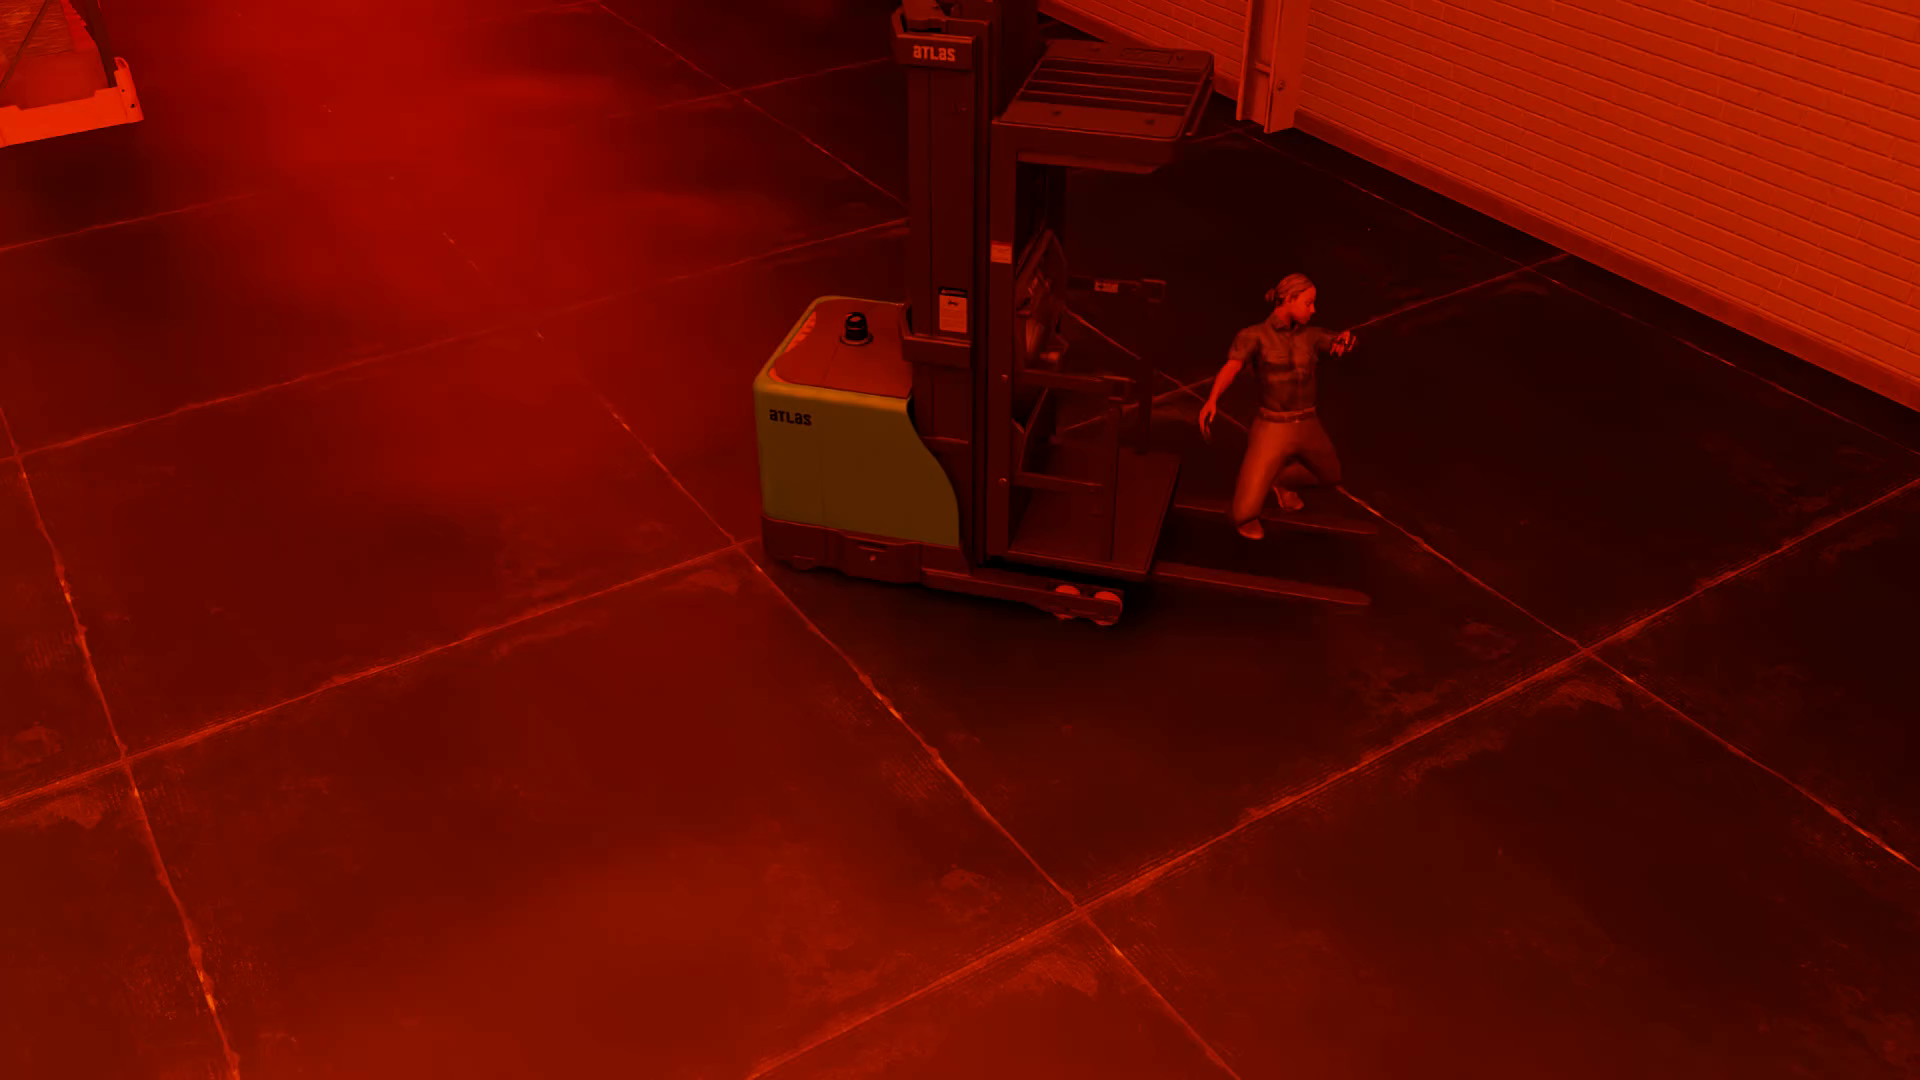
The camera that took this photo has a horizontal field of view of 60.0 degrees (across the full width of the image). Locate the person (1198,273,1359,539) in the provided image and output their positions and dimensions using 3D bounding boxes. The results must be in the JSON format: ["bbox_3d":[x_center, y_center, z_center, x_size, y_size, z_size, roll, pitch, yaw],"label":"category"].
[{"bbox_3d":[1.490,-0.511,8.118,0.993,1.384,0.751,-19,39,-25],"label":"person"}]

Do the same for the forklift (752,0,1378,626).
[{"bbox_3d":[0.565,-1.122,7.745,3.031,2.935,1.130,9,36,12],"label":"forklift"}]
